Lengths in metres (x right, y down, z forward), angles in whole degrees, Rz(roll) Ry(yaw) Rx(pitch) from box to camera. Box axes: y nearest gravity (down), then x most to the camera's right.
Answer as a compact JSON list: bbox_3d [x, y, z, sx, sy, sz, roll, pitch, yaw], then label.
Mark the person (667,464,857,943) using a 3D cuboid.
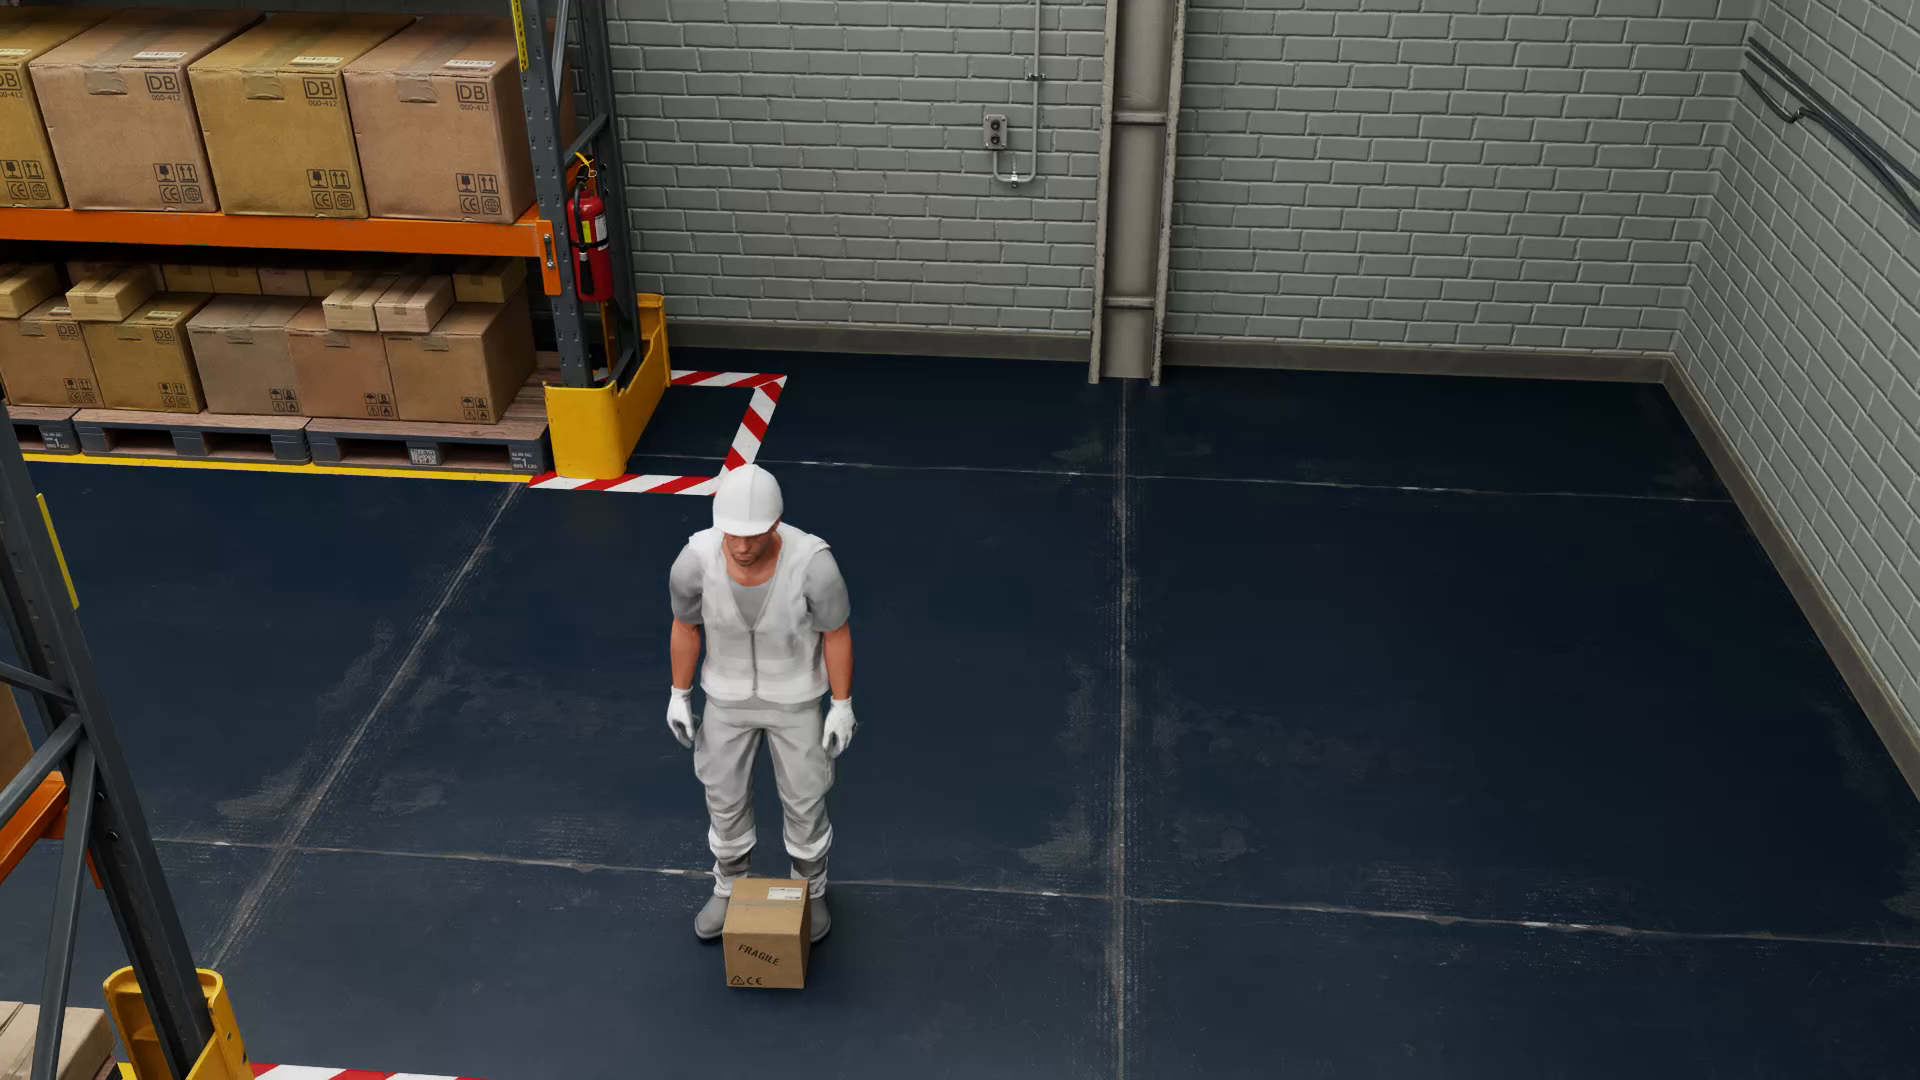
[{"bbox_3d":[-0.628,0.524,5.271,0.609,1.779,0.449,3,32,4],"label":"person"}]
